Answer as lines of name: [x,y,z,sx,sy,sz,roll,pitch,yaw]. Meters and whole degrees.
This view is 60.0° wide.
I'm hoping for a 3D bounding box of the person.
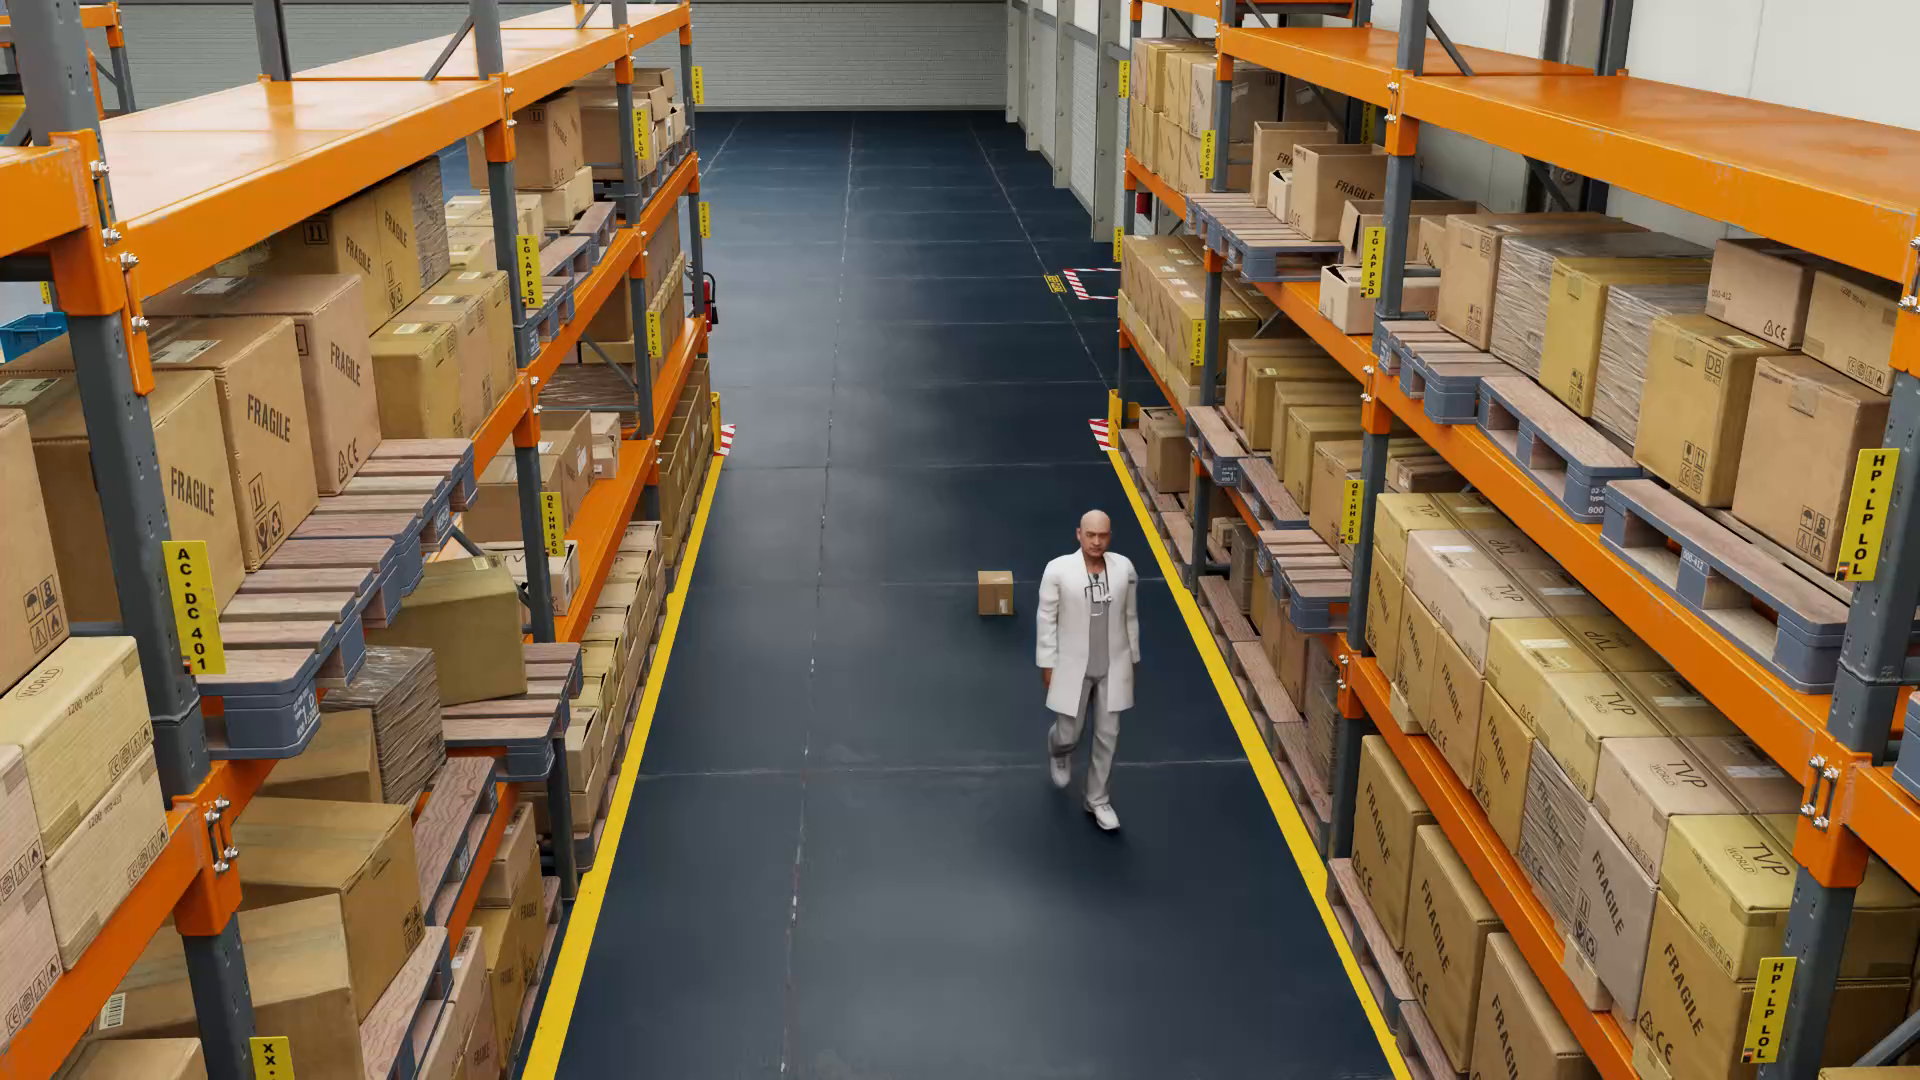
person: [0.710,0.678,9.184,0.590,1.760,0.724,-4,20,-10]
